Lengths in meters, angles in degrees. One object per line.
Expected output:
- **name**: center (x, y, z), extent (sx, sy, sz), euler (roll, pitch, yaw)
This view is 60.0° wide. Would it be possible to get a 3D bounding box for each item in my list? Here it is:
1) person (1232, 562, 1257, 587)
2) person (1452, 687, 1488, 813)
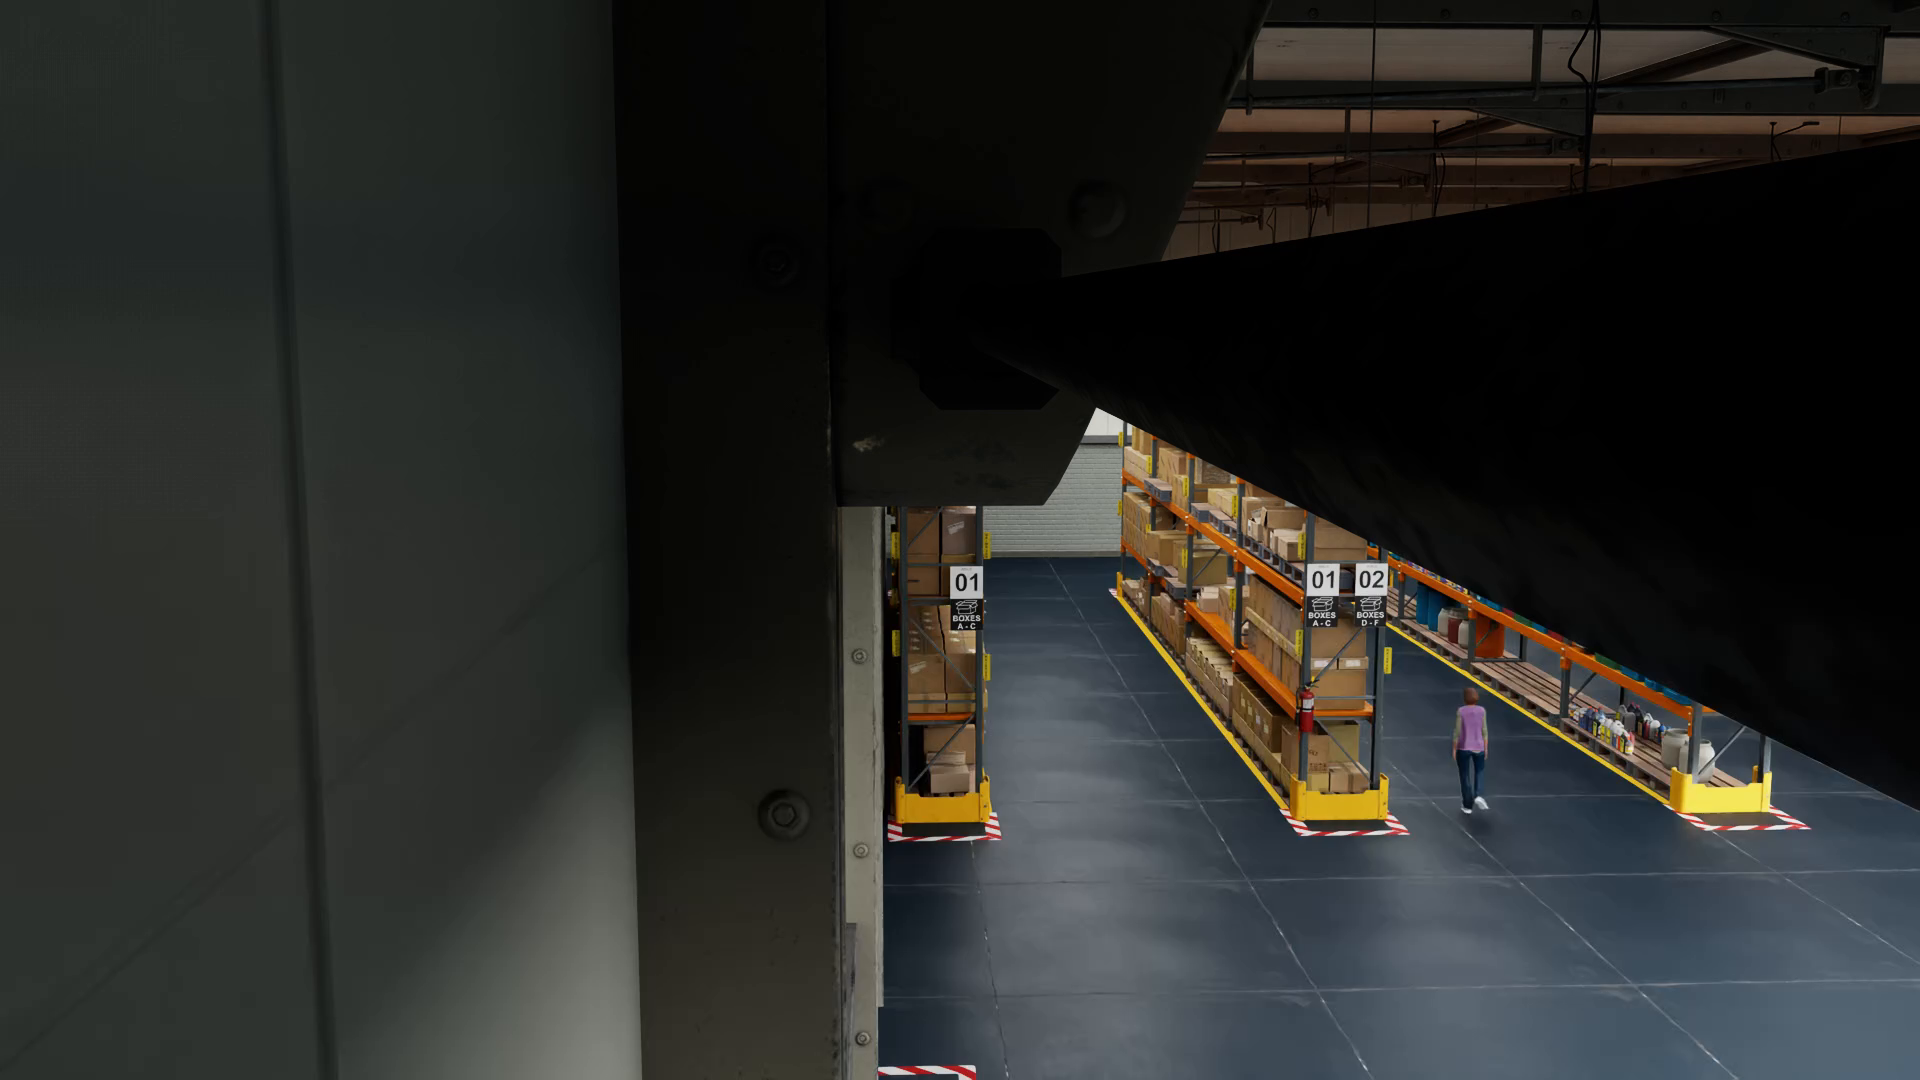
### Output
- **person**: center (5.944, 0.670, 34.196), extent (0.606, 1.708, 1.085), euler (0, 8, -2)
- **person**: center (6.378, 2.655, 20.779), extent (0.439, 1.558, 0.441), euler (0, 8, 1)
